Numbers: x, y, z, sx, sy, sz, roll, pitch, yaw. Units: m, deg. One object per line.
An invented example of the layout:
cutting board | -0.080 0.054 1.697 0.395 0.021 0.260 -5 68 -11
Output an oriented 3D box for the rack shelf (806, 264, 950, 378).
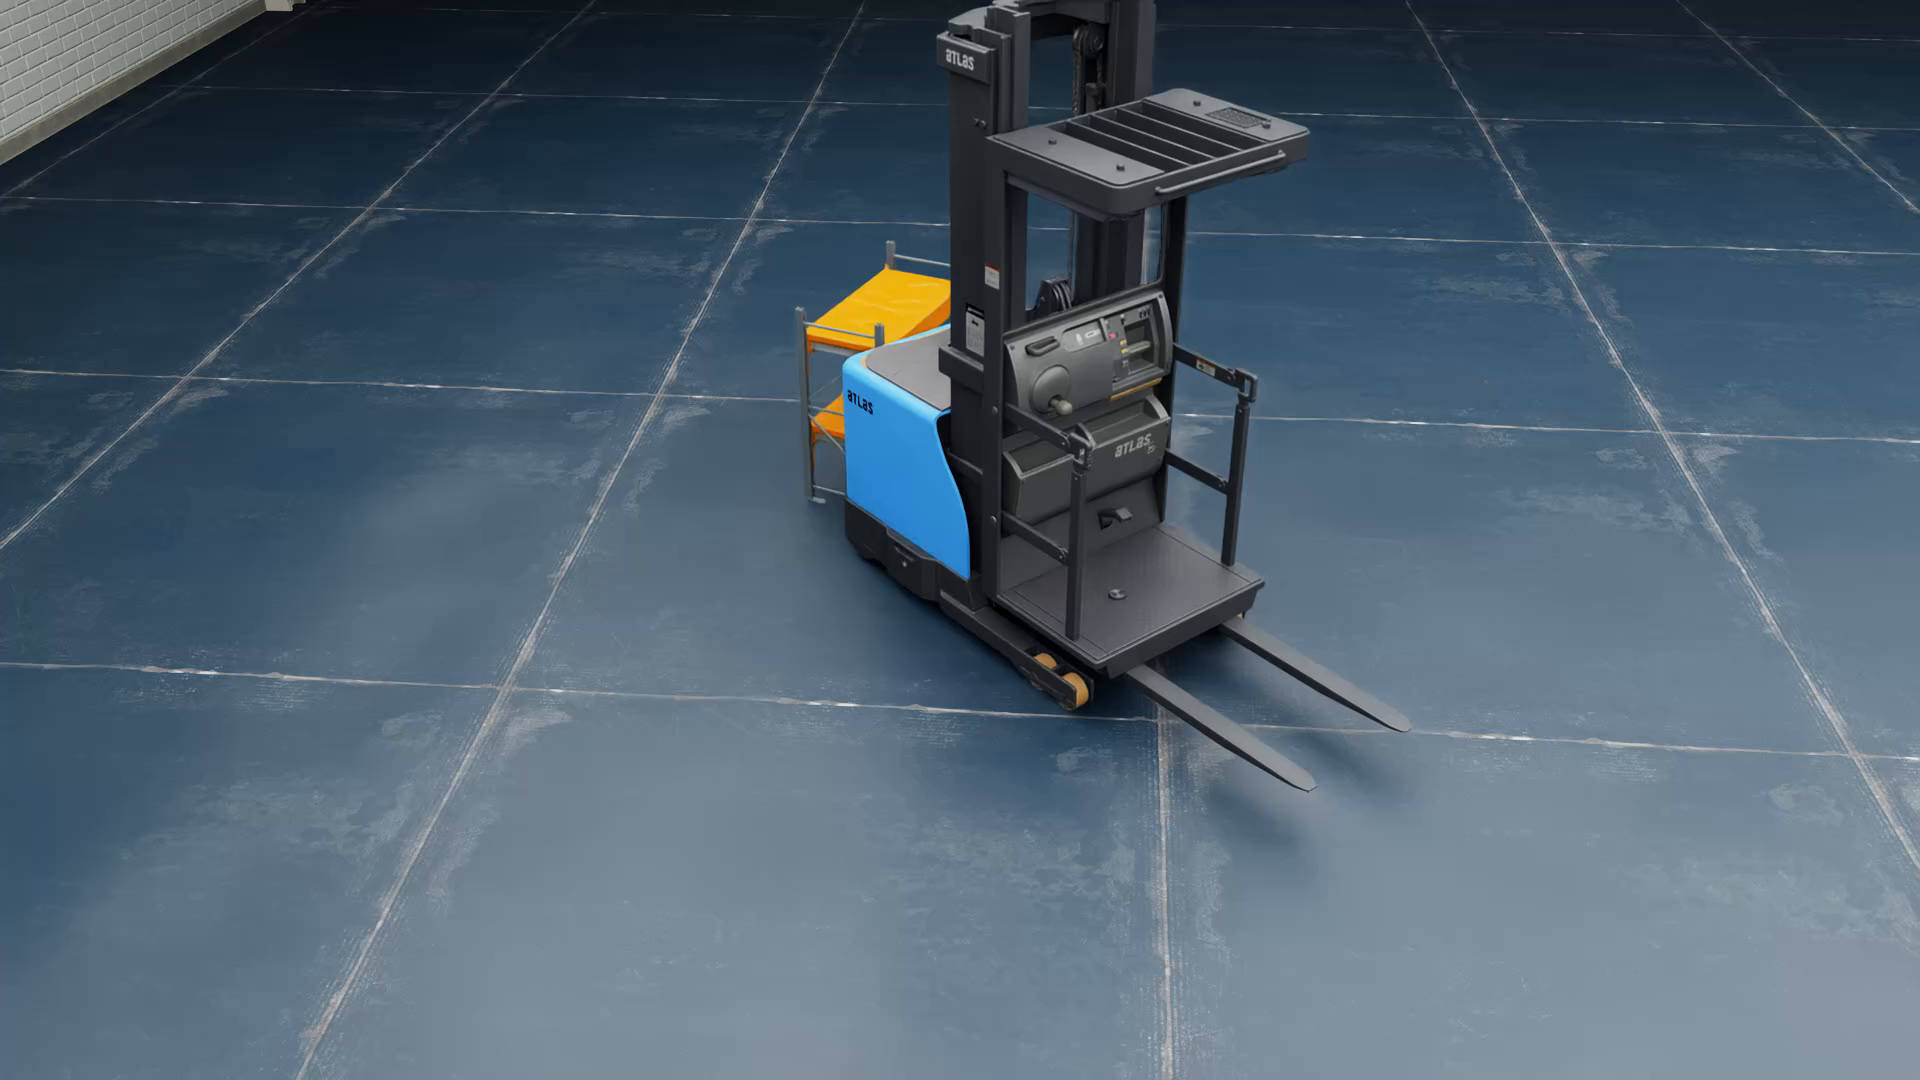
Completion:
rack shelf | -0.397 -1.147 8.981 0.538 0.278 1.000 14 34 21

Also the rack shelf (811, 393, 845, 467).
rack shelf | -0.397 -0.690 9.263 0.538 0.278 1.000 14 34 21

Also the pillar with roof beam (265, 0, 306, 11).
pillar with roof beam | -3.125 -9.511 15.606 9.100 9.000 0.400 2 32 4

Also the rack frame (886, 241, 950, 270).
rack frame | -0.182 -1.139 9.527 0.500 1.125 0.032 14 34 21

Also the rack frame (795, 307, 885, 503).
rack frame | -0.612 -0.656 8.743 0.500 1.125 0.032 14 34 21

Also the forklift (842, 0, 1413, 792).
forklift | 0.716 -0.778 7.218 1.130 2.935 3.031 -23 38 -32

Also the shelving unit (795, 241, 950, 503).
shelving unit | -0.397 -0.898 9.135 0.538 1.125 1.048 14 34 21
